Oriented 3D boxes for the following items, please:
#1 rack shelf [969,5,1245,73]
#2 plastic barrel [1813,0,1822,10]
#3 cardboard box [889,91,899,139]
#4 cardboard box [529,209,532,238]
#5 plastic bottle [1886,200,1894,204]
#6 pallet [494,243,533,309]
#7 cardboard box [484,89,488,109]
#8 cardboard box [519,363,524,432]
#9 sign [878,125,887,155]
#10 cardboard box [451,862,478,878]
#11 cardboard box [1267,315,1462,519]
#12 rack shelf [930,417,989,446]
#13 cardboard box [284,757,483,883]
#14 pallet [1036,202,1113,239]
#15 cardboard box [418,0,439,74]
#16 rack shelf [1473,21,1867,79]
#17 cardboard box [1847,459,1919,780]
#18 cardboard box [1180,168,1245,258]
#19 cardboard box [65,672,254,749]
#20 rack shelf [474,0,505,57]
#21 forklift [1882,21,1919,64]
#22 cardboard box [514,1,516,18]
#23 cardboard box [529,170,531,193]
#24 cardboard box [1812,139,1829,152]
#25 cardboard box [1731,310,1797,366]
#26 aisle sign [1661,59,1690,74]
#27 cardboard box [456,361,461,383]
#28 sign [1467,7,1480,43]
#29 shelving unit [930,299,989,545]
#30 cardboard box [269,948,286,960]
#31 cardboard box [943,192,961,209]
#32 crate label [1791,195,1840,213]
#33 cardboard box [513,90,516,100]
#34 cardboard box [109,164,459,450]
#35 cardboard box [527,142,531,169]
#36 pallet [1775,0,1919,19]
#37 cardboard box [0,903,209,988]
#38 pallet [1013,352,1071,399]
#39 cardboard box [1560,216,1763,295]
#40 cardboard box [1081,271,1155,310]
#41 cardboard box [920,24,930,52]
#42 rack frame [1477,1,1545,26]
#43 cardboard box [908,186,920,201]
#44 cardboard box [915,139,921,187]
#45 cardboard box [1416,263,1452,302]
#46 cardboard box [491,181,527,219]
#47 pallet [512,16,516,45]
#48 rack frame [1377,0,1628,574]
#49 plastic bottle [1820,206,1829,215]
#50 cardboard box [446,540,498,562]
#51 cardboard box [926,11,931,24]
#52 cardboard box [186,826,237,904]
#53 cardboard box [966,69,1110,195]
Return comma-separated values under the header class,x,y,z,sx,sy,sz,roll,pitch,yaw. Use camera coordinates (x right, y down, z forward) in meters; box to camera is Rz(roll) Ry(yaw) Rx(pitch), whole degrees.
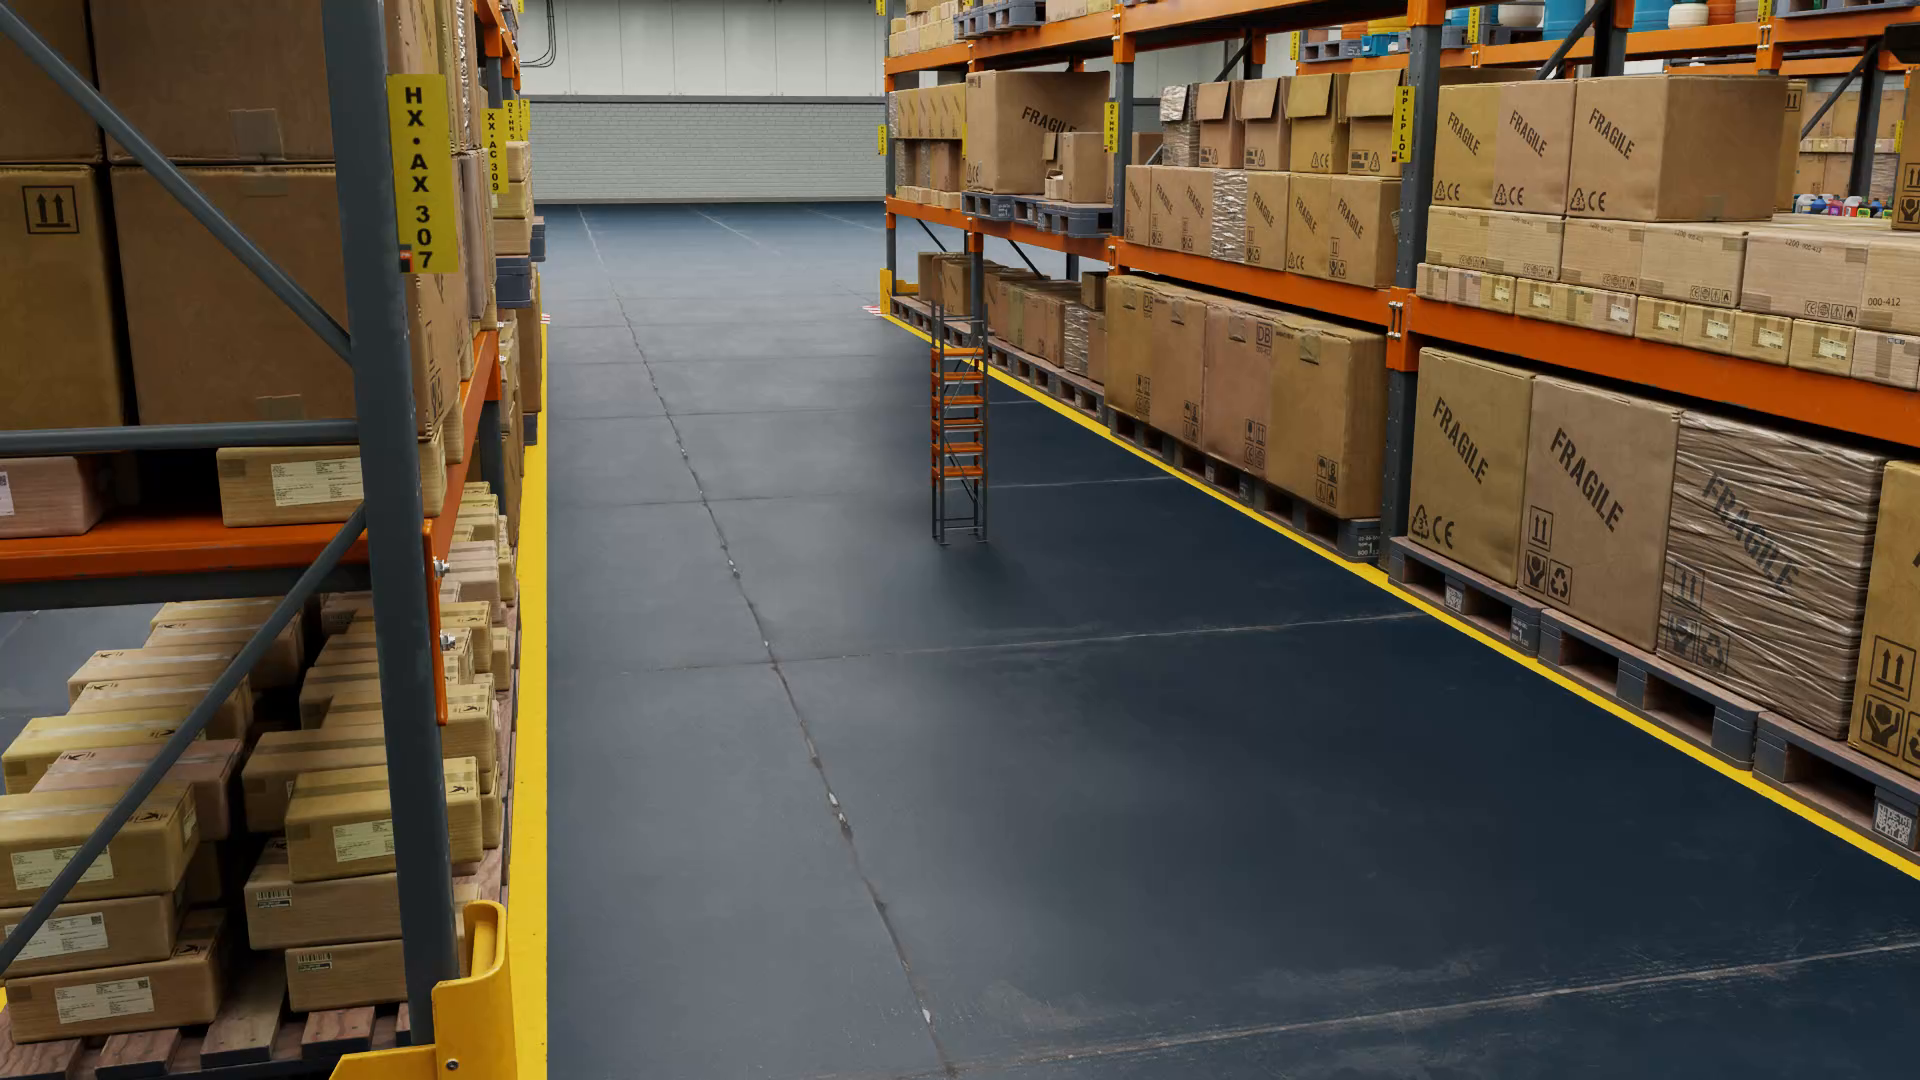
class,x,y,z,sx,sy,sz,roll,pitch,yaw
rack shelf,1.067,-3.828,12.970,1.077,0.370,4.000,-3,14,-13
plastic barrel,6.243,-3.971,12.366,0.294,0.245,0.294,0,14,0
cardboard box,-0.478,-4.641,18.158,0.500,0.500,0.500,-3,14,-13
cardboard box,-2.258,-1.519,7.970,0.380,0.149,0.250,-4,14,-16
plastic bottle,6.861,-2.408,12.211,0.061,0.283,0.133,-3,14,-13
pallet,-2.407,-1.174,7.316,1.003,0.211,1.213,-3,14,-13
cardboard box,-3.647,-2.879,11.572,0.700,0.500,0.500,-4,14,-14
cardboard box,-2.900,-0.858,10.001,0.500,0.500,0.500,-3,14,-13
sign,-0.869,-4.494,18.679,0.100,0.325,0.005,-3,14,-13
cardboard box,-1.312,0.675,3.839,0.380,0.149,0.250,-3,14,-13
cardboard box,2.306,-0.654,8.377,1.225,0.875,0.875,-3,14,-13
rack shelf,-0.003,-0.543,8.309,0.258,0.103,0.180,-3,14,-13
cardboard box,-1.222,0.592,3.552,0.380,0.149,0.250,-4,14,-16
pallet,1.266,-2.324,12.023,1.213,0.211,1.003,-3,14,-13
cardboard box,-1.401,-1.073,3.555,0.500,0.500,0.500,-3,14,-12
rack shelf,5.882,-4.104,14.100,1.077,0.370,4.000,-3,14,-13
cardboard box,3.188,0.272,4.586,0.875,0.875,0.875,-3,14,-13
cardboard box,1.633,-1.943,9.849,0.500,0.500,0.500,-4,14,-14
cardboard box,-1.987,0.447,4.146,0.380,0.149,0.250,-4,14,-15
rack shelf,-2.838,-2.652,8.156,1.077,0.370,4.000,-3,14,-13
forklift,4.946,-1.337,7.724,1.130,2.935,3.031,-3,14,-12
cardboard box,-4.360,-4.970,15.562,0.380,0.149,0.250,-3,14,-12
cardboard box,-2.563,-1.964,9.162,0.380,0.149,0.250,-3,14,-13
cardboard box,9.718,-4.382,18.466,0.380,0.149,0.250,-3,14,-13
cardboard box,2.709,-0.650,5.297,0.380,0.149,0.250,-3,14,-13
aisle sign,8.975,-5.916,20.846,0.394,0.787,0.004,-3,14,-13
cardboard box,-1.603,-0.488,4.633,0.380,0.149,0.250,-3,14,-11
sign,4.874,-4.891,15.787,0.100,0.325,0.005,-3,14,-13
shelving unit,-0.003,-0.586,8.298,0.258,1.200,0.189,-3,14,-13
cardboard box,-1.382,0.826,3.846,0.380,0.149,0.250,-3,14,-13
cardboard box,0.044,-3.263,15.993,0.380,0.149,0.250,-3,14,-13
crate label,6.617,-2.571,12.985,0.303,0.233,0.416,-3,14,-13
cardboard box,-4.536,-3.865,15.337,0.875,0.550,0.550,-3,14,-13
cardboard box,-1.266,-0.472,3.201,0.500,0.500,0.500,-3,14,-11
cardboard box,-2.563,-2.109,9.130,0.380,0.149,0.250,-3,14,-12
pallet,6.436,-3.718,11.404,1.003,0.211,1.213,-3,14,-13
cardboard box,-1.915,0.857,3.719,0.380,0.149,0.250,-3,14,-11
pallet,1.072,-1.365,13.571,1.003,0.211,1.213,-3,14,-13
cardboard box,2.571,-1.050,6.095,0.500,0.250,0.500,-3,14,-12
cardboard box,1.216,-1.897,12.632,0.500,0.250,0.500,-2,14,-7
cardboard box,-0.113,-5.010,16.609,0.500,0.250,0.500,-3,14,-12
rack frame,5.412,-6.372,15.547,1.000,3.000,0.127,-3,14,-13
cardboard box,-0.344,-3.729,17.901,0.380,0.149,0.250,-3,14,-13
cardboard box,-0.006,-4.060,17.888,0.875,0.500,0.500,-3,14,-13
cardboard box,2.222,-1.127,7.249,0.380,0.149,0.250,-3,14,-13
cardboard box,-2.014,-1.426,6.960,0.380,0.149,0.250,-3,14,-12
pallet,-4.713,-4.813,15.672,1.003,0.211,1.213,-3,14,-13
rack frame,2.476,-1.336,7.575,1.000,3.000,0.127,-3,14,-13
plastic bottle,6.162,-2.270,11.815,0.097,0.201,0.097,0,14,0
cardboard box,-1.730,0.112,5.517,0.380,0.149,0.250,-4,14,-16
cardboard box,-0.126,-5.249,16.747,0.380,0.149,0.250,-3,14,-14
cardboard box,-1.840,0.707,3.707,0.380,0.149,0.250,-4,14,-14
cardboard box,0.648,-3.486,14.226,1.000,1.000,1.000,-3,14,-13
